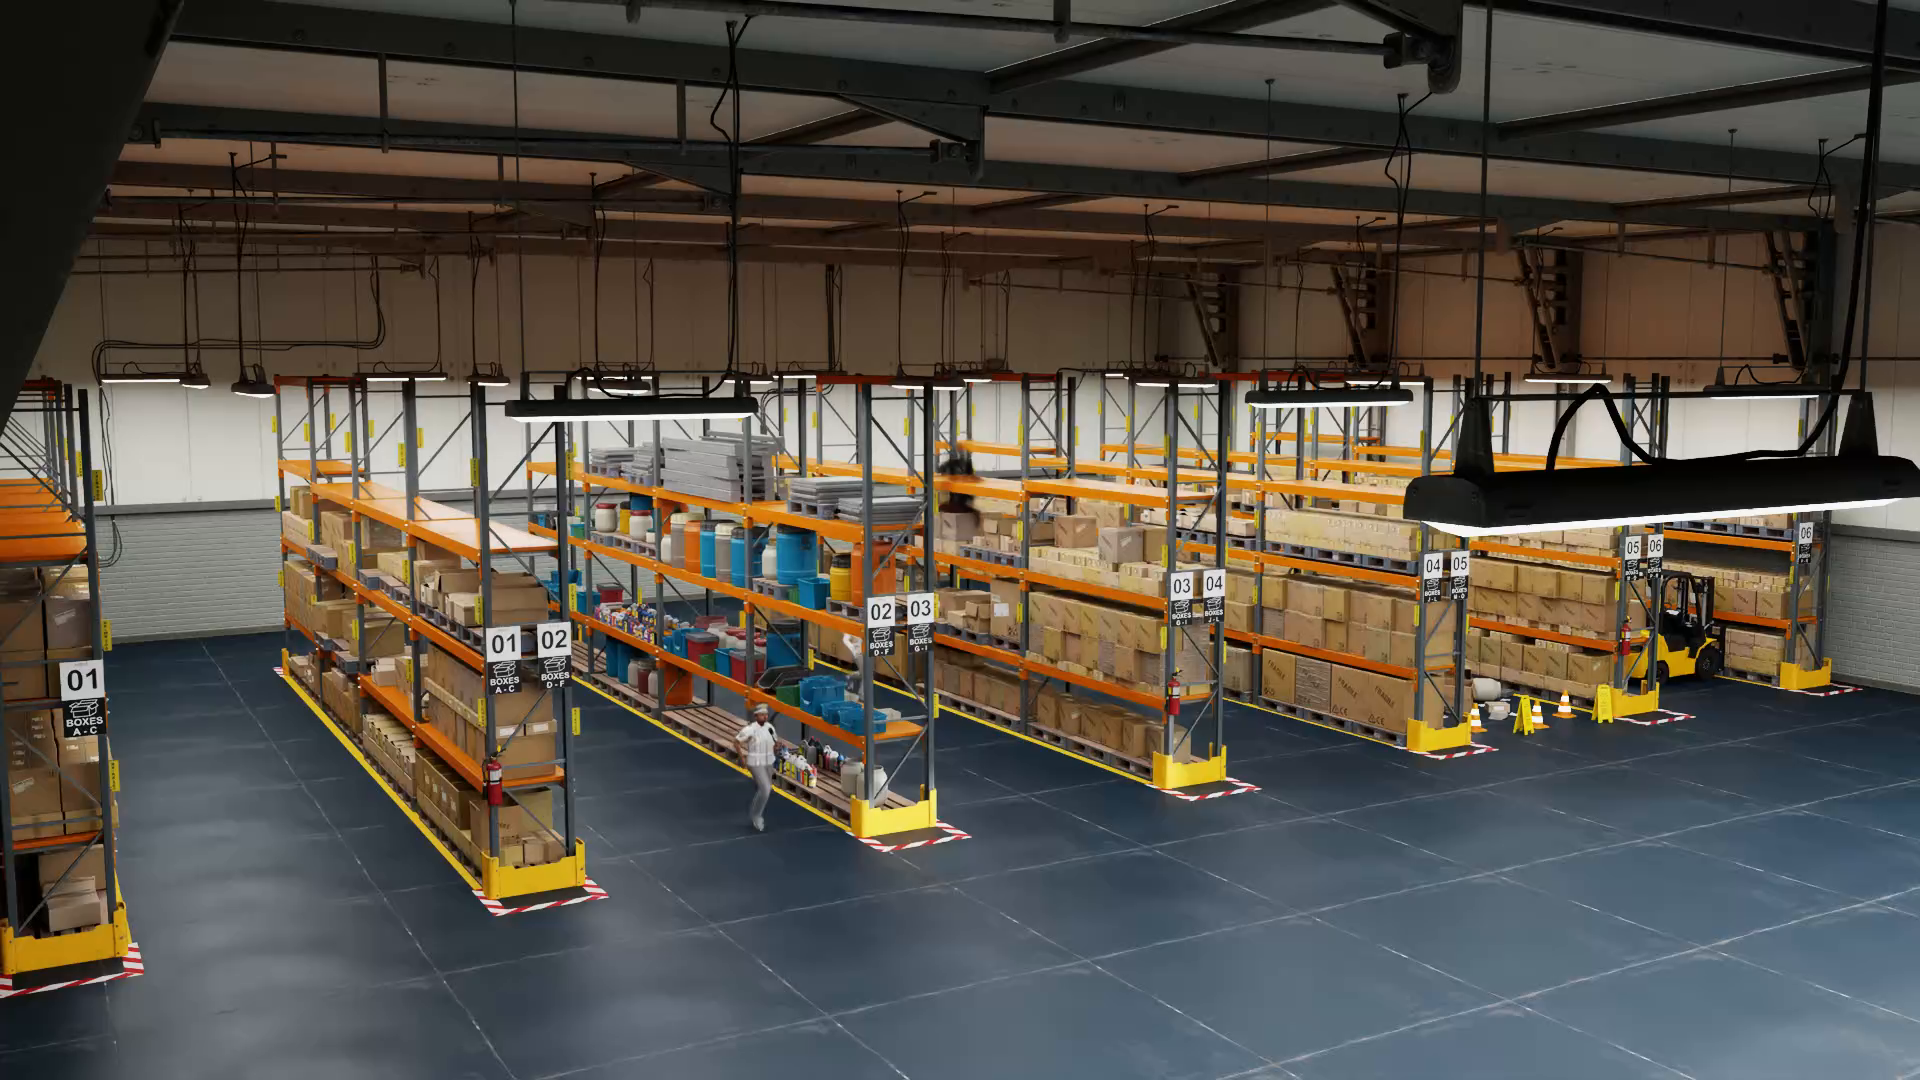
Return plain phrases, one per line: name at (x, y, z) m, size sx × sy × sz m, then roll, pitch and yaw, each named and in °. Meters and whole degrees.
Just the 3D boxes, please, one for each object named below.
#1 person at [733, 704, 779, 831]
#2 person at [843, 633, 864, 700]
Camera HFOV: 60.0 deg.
person at (-2.675, 3.048, 22.397) m, size 0.696 × 1.715 × 0.548 m, roll 6°, pitch 9°, yaw 44°
person at (-1.784, 1.999, 29.477) m, size 0.594 × 1.668 × 0.555 m, roll -6°, pitch 9°, yaw -44°
